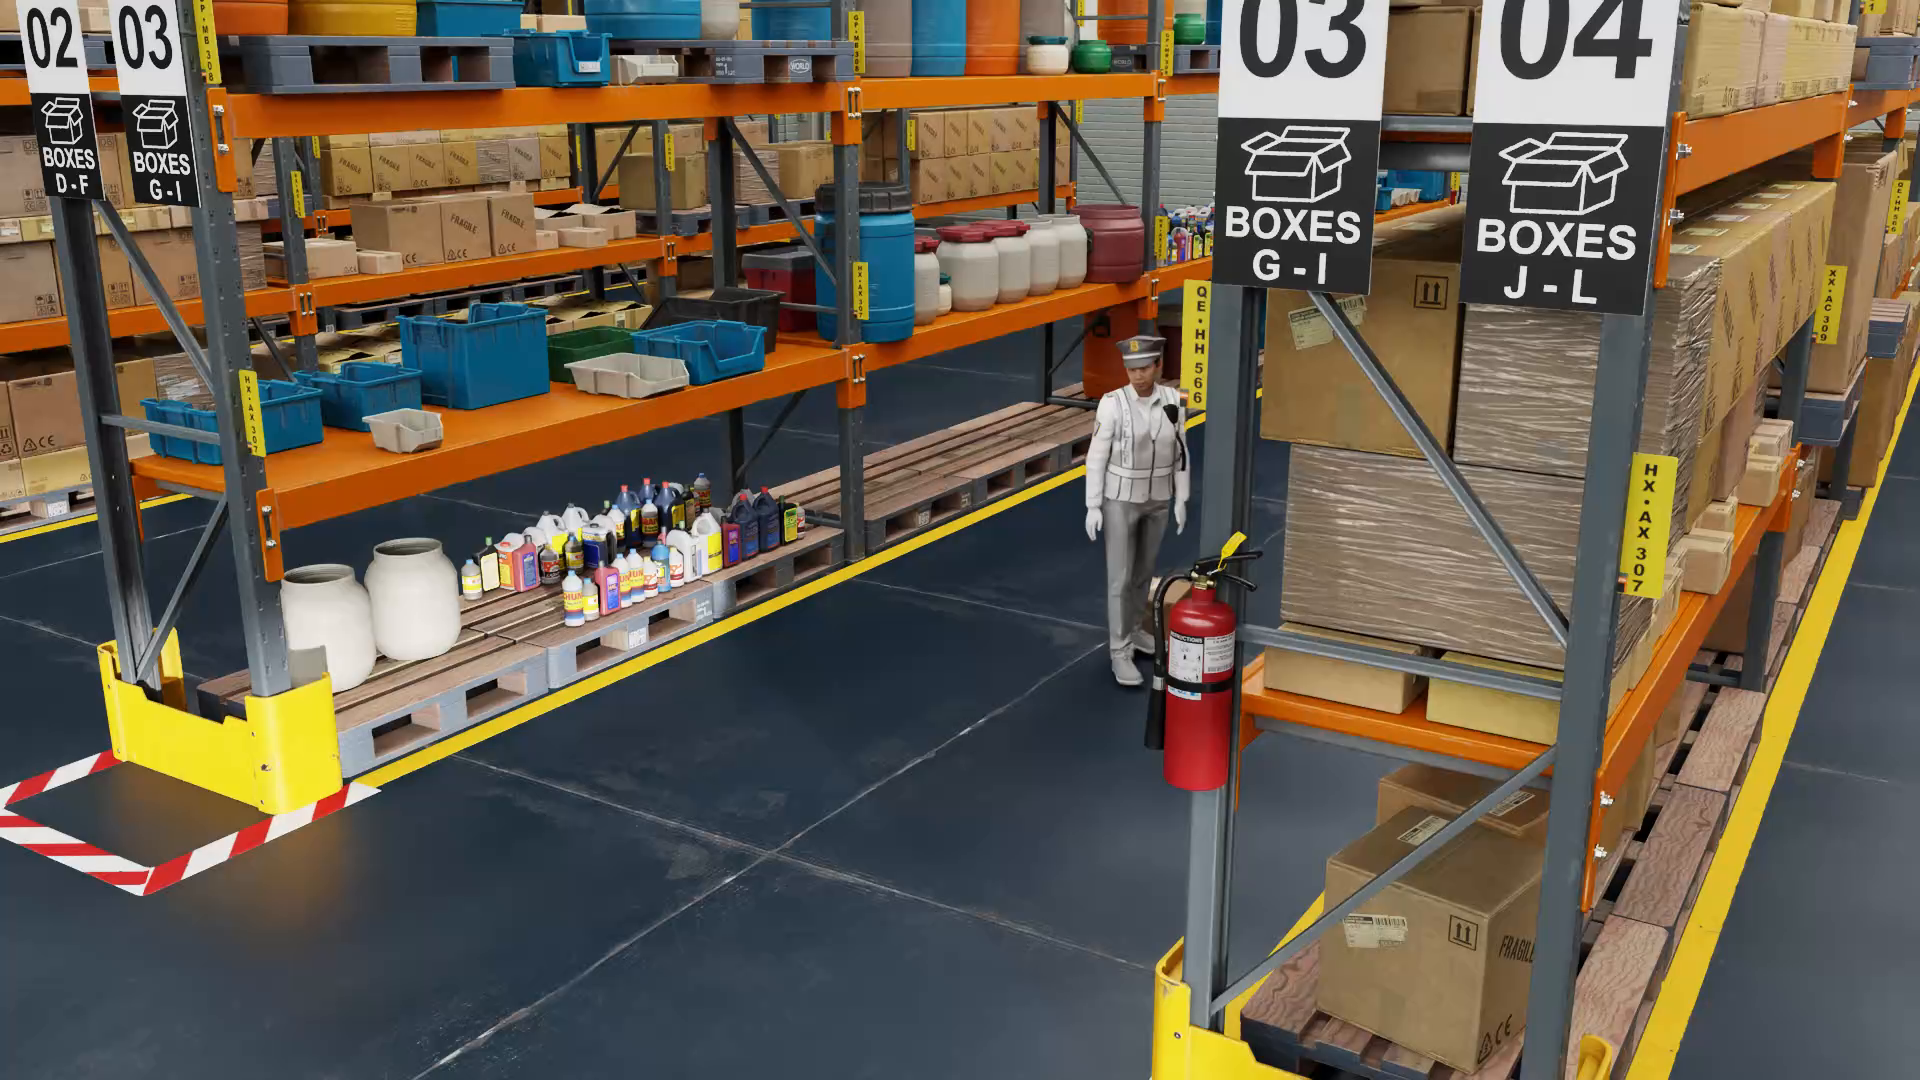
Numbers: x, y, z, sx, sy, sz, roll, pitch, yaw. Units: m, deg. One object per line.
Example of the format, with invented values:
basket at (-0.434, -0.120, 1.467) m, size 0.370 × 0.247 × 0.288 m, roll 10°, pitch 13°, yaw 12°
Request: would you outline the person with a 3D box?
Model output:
person at (0.868, -0.172, 8.047) m, size 0.529 × 1.656 × 0.582 m, roll -7°, pitch 18°, yaw -22°
